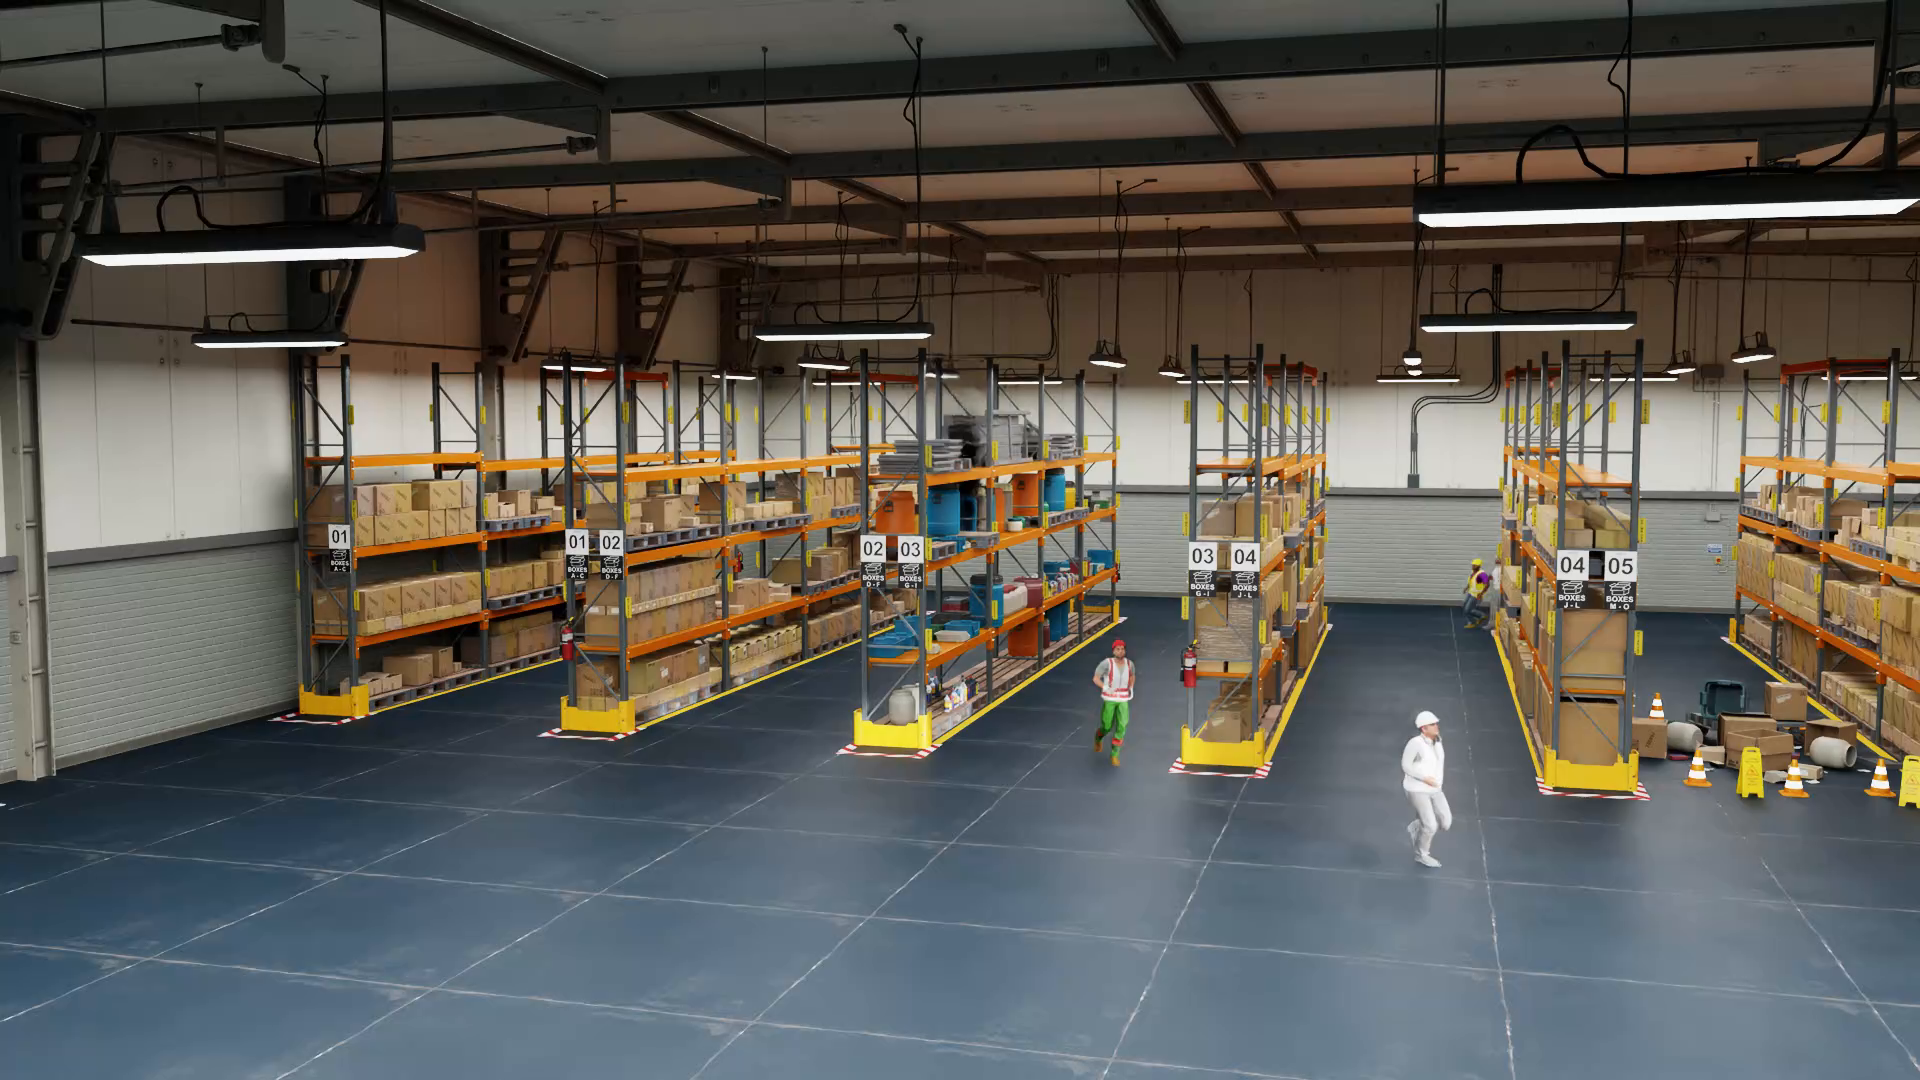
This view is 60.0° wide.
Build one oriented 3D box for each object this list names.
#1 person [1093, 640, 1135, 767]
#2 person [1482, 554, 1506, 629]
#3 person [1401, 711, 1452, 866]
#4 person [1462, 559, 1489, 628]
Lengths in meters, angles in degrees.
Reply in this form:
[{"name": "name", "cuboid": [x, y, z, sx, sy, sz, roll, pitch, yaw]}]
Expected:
[{"name": "person", "cuboid": [2.244, 2.323, 24.062, 0.672, 1.785, 0.833, -1, 4, -13]}, {"name": "person", "cuboid": [12.628, 1.181, 38.833, 0.883, 1.793, 0.732, 0, 4, 6]}, {"name": "person", "cuboid": [5.173, 2.758, 18.496, 0.672, 1.731, 0.572, -3, 5, -36]}, {"name": "person", "cuboid": [12.095, 1.268, 38.873, 0.553, 1.677, 0.776, -1, 4, -7]}]
